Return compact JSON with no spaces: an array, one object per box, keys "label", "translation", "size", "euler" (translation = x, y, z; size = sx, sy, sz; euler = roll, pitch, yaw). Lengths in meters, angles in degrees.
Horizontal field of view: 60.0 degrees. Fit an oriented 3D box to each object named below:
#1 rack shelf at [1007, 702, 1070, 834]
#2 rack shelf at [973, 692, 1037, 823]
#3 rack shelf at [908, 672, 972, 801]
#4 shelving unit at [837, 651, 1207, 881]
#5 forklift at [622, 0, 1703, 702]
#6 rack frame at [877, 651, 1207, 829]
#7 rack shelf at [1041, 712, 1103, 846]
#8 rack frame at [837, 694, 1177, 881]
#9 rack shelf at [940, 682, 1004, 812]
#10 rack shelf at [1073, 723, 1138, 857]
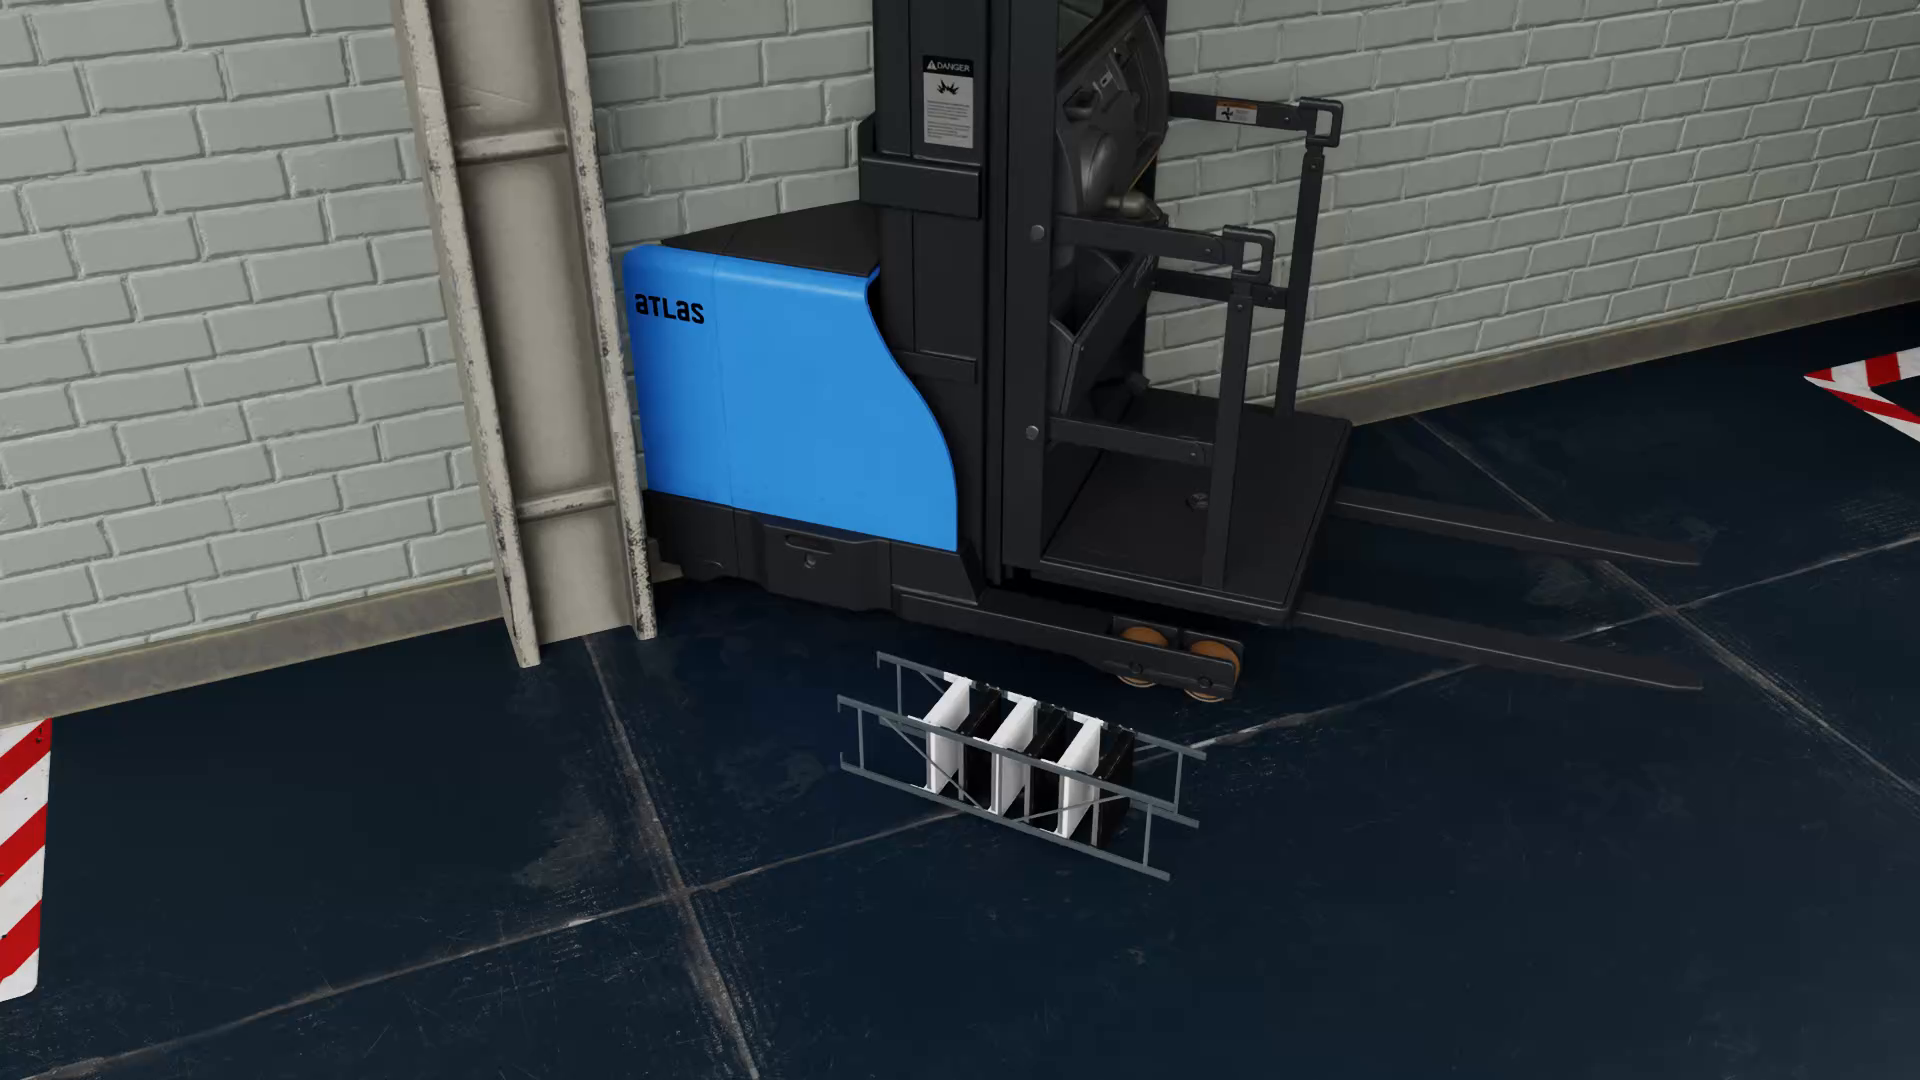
[{"label":"rack shelf","translation":[0.192,0.564,4.114],"size":[0.077,0.258,0.200],"euler":[15,36,22]},{"label":"rack shelf","translation":[0.112,0.541,4.148],"size":[0.077,0.258,0.200],"euler":[15,36,22]},{"label":"rack shelf","translation":[-0.049,0.497,4.216],"size":[0.077,0.258,0.200],"euler":[15,36,22]},{"label":"shelving unit","translation":[0.141,0.550,4.135],"size":[0.900,0.258,0.210],"euler":[15,36,22]},{"label":"forklift","translation":[0.590,-1.111,4.271],"size":[3.031,2.935,1.130],"euler":[11,35,17]},{"label":"rack frame","translation":[0.187,0.500,4.211],"size":[0.900,0.240,0.006],"euler":[15,36,22]},{"label":"rack shelf","translation":[0.272,0.586,4.080],"size":[0.077,0.258,0.200],"euler":[15,36,22]},{"label":"rack frame","translation":[0.095,0.599,4.059],"size":[0.900,0.240,0.006],"euler":[15,36,22]},{"label":"rack shelf","translation":[0.031,0.519,4.182],"size":[0.077,0.258,0.200],"euler":[15,36,22]},{"label":"rack shelf","translation":[0.353,0.608,4.046],"size":[0.077,0.258,0.200],"euler":[15,36,22]}]
